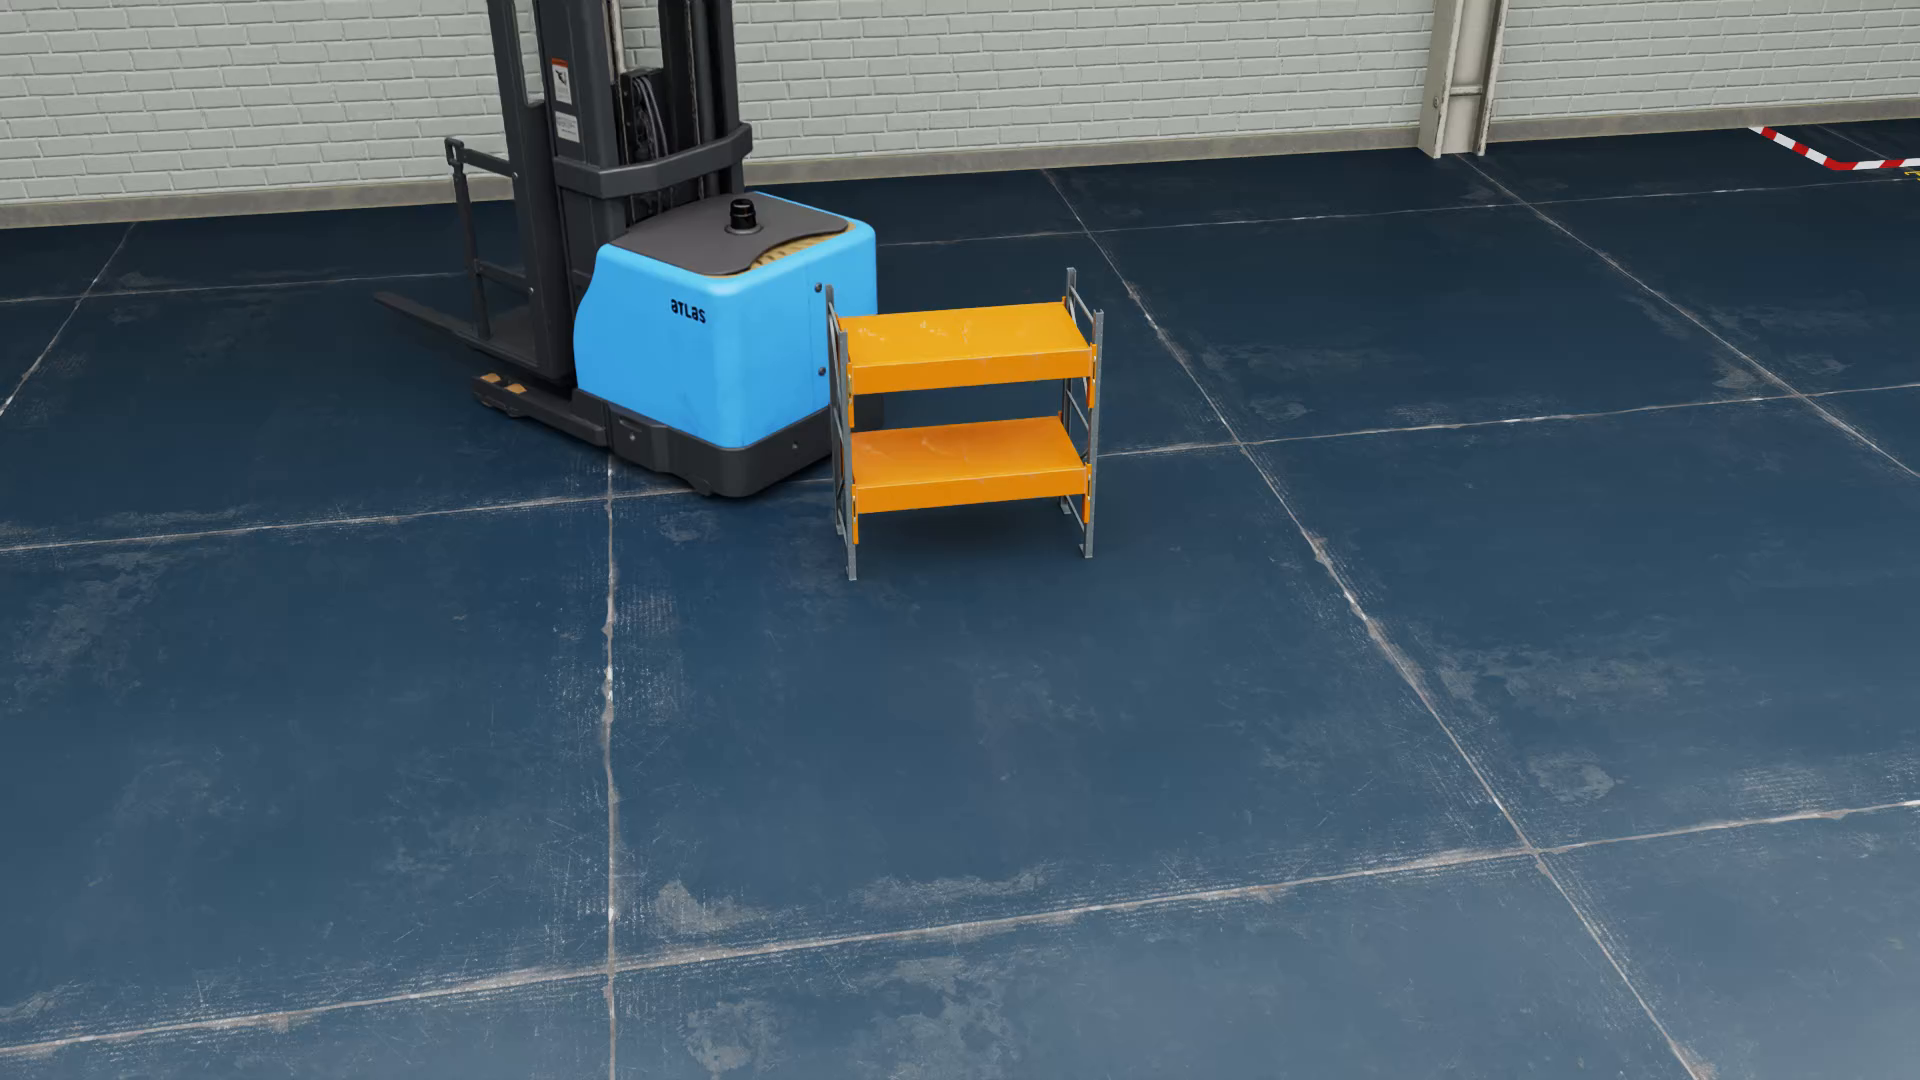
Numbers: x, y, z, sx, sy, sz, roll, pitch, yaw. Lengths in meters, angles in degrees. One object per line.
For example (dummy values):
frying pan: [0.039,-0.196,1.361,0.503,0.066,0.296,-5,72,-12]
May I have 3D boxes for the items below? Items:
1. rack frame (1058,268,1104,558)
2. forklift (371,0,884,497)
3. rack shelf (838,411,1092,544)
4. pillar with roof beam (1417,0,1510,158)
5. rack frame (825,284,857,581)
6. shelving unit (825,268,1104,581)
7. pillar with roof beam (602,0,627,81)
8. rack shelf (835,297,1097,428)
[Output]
rack frame: [0.507,-0.532,7.045,0.032,1.125,0.500,-5,31,-9]
forklift: [-1.834,-2.059,7.860,3.031,2.935,1.130,22,37,33]
rack shelf: [0.007,-0.275,7.090,1.000,0.278,0.538,-5,31,-9]
pillar with roof beam: [4.328,-4.559,6.125,0.400,9.000,9.100,-5,31,-9]
rack frame: [-0.493,-0.439,6.887,0.032,1.125,0.500,-5,31,-9]
shelving unit: [0.007,-0.486,6.966,1.048,1.125,0.538,-5,31,-9]
pillar with roof beam: [-1.574,-4.011,5.193,0.400,9.000,9.100,-5,31,-9]
rack shelf: [0.007,-0.738,6.818,1.000,0.278,0.538,-5,31,-9]
